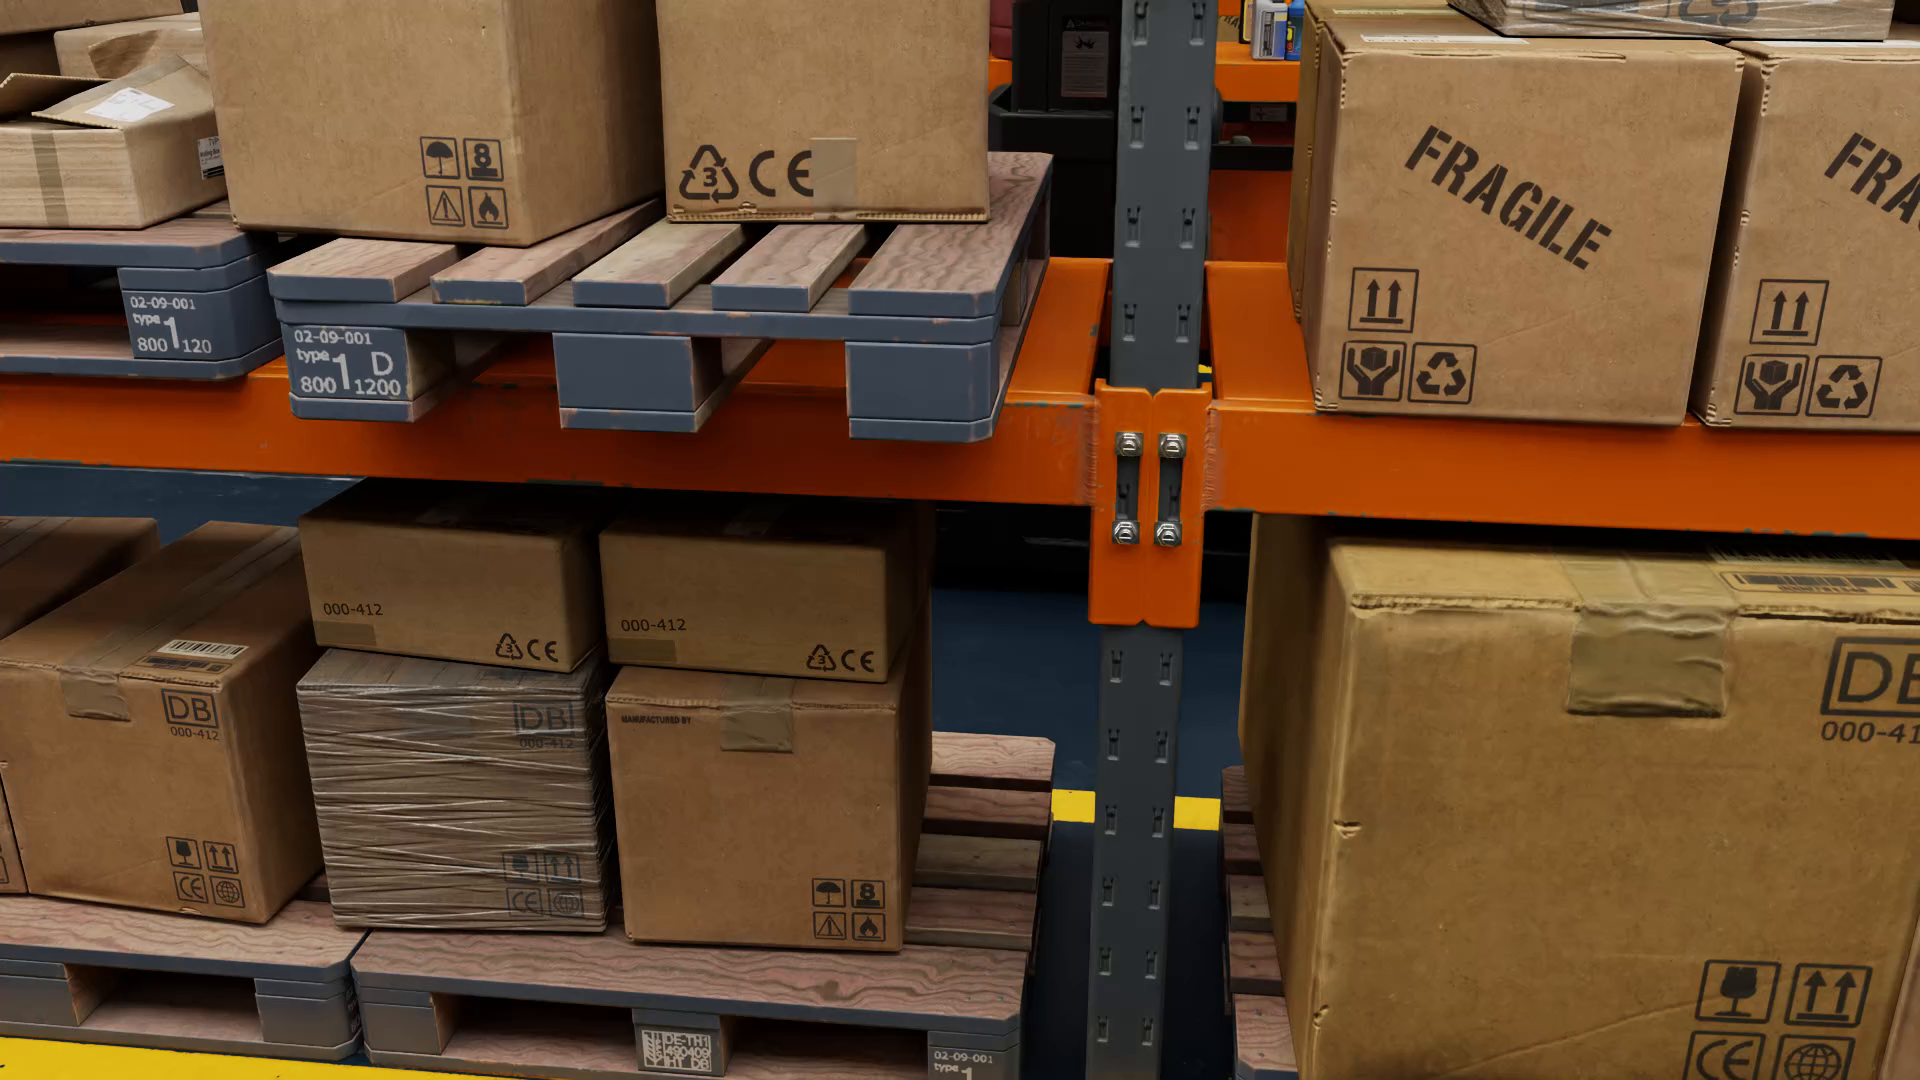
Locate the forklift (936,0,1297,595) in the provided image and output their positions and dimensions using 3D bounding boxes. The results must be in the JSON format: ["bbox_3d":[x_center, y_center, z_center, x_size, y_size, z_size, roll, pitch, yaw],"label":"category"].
[{"bbox_3d":[0.902,-1.372,4.925,3.031,2.935,1.130,3,22,8],"label":"forklift"}]

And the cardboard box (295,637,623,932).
[{"bbox_3d":[-0.884,0.354,3.266,0.500,0.500,0.700,1,22,2],"label":"cardboard box"}]

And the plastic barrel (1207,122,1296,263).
[{"bbox_3d":[1.407,-1.542,7.642,0.708,0.830,0.600,2,22,6],"label":"plastic barrel"}]

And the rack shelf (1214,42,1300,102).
[{"bbox_3d":[2.905,-1.950,7.271,4.000,0.370,1.077,2,22,6],"label":"rack shelf"}]

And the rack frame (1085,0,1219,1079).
[{"bbox_3d":[0.336,-0.563,2.784,0.127,3.000,1.000,2,22,6],"label":"rack frame"}]

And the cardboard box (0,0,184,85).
[{"bbox_3d":[-1.904,-0.938,3.021,0.637,0.503,0.797,5,22,12],"label":"cardboard box"}]

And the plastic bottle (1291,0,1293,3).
[{"bbox_3d":[1.600,-2.445,7.704,0.133,0.283,0.061,2,22,6],"label":"plastic bottle"}]

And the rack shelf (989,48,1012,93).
[{"bbox_3d":[-1.067,-2.123,7.709,4.000,0.370,1.077,2,22,6],"label":"rack shelf"}]

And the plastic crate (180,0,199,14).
[{"bbox_3d":[-3.558,-2.585,7.982,0.504,0.338,0.767,2,22,6],"label":"plastic crate"}]

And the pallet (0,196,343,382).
[{"bbox_3d":[-1.634,-0.545,2.998,1.213,0.211,1.003,2,22,6],"label":"pallet"}]

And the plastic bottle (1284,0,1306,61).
[{"bbox_3d":[1.423,-2.160,6.998,0.097,0.271,0.097,0,22,0],"label":"plastic bottle"}]

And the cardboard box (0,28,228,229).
[{"bbox_3d":[-1.352,-0.669,2.665,0.258,0.266,0.396,2,22,5],"label":"cardboard box"}]

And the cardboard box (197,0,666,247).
[{"bbox_3d":[-0.771,-0.801,2.679,0.500,0.500,0.700,6,22,14],"label":"cardboard box"}]

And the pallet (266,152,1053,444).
[{"bbox_3d":[-0.384,-0.466,2.799,1.003,0.211,1.213,2,22,6],"label":"pallet"}]

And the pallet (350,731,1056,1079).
[{"bbox_3d":[-0.440,0.699,3.384,1.213,0.211,1.003,2,22,6],"label":"pallet"}]

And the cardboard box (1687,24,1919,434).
[{"bbox_3d":[1.299,-0.468,2.407,0.500,0.500,0.500,2,22,5],"label":"cardboard box"}]

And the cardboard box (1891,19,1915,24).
[{"bbox_3d":[1.350,-0.655,2.881,0.500,0.500,0.500,2,22,6],"label":"cardboard box"}]

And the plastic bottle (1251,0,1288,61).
[{"bbox_3d":[1.311,-2.177,7.035,0.135,0.276,0.152,2,22,6],"label":"plastic bottle"}]

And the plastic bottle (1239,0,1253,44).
[{"bbox_3d":[1.371,-2.455,7.729,0.133,0.283,0.061,2,22,6],"label":"plastic bottle"}]

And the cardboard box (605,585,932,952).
[{"bbox_3d":[-0.332,0.373,3.218,0.500,0.500,0.700,1,22,3],"label":"cardboard box"}]

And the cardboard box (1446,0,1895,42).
[{"bbox_3d":[1.060,-1.038,2.486,0.637,0.503,0.797,3,22,8],"label":"cardboard box"}]

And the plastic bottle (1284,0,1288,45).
[{"bbox_3d":[1.483,-2.406,7.715,0.097,0.201,0.097,0,22,0],"label":"plastic bottle"}]

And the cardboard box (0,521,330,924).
[{"bbox_3d":[-1.448,0.332,3.322,0.500,0.500,0.700,4,22,11],"label":"cardboard box"}]

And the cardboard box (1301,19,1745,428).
[{"bbox_3d":[0.787,-0.489,2.461,0.500,0.500,0.500,3,22,8],"label":"cardboard box"}]

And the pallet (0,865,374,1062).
[{"bbox_3d":[-1.648,0.646,3.519,1.213,0.211,1.003,2,22,6],"label":"pallet"}]

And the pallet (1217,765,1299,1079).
[{"bbox_3d":[1.110,0.795,3.141,1.213,0.211,1.003,2,22,6],"label":"pallet"}]

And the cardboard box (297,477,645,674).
[{"bbox_3d":[-0.861,0.009,3.119,0.500,0.250,0.500,5,22,12],"label":"cardboard box"}]

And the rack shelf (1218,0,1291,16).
[{"bbox_3d":[3.492,-3.759,11.845,4.000,0.370,1.077,2,22,6],"label":"rack shelf"}]

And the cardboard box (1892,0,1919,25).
[{"bbox_3d":[1.707,-1.009,2.412,0.637,0.503,0.797,3,22,8],"label":"cardboard box"}]

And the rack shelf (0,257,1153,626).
[{"bbox_3d":[-1.650,-0.315,3.135,4.000,0.370,1.077,2,22,6],"label":"rack shelf"}]

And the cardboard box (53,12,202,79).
[{"bbox_3d":[-1.301,-0.845,3.130,0.500,0.250,0.500,2,22,5],"label":"cardboard box"}]

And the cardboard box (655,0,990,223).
[{"bbox_3d":[-0.205,-0.814,2.711,0.500,0.500,0.500,0,22,0],"label":"cardboard box"}]

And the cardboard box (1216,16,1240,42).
[{"bbox_3d":[2.800,-5.104,16.624,0.750,0.750,0.750,2,22,6],"label":"cardboard box"}]

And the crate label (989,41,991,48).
[{"bbox_3d":[-0.036,-2.530,7.710,0.616,0.435,0.502,2,22,6],"label":"crate label"}]

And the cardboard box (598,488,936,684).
[{"bbox_3d":[-0.333,0.028,3.070,0.500,0.250,0.500,3,22,8],"label":"cardboard box"}]

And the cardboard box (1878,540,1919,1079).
[{"bbox_3d":[1.903,0.309,2.898,0.875,0.875,1.225,3,22,6],"label":"cardboard box"}]

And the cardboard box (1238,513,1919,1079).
[{"bbox_3d":[1.019,0.267,3.003,0.875,0.875,1.225,2,22,4],"label":"cardboard box"}]

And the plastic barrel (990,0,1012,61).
[{"bbox_3d":[0.423,-2.344,7.104,0.708,0.536,0.600,2,22,6],"label":"plastic barrel"}]

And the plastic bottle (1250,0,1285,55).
[{"bbox_3d":[1.329,-2.232,7.176,0.135,0.276,0.152,2,22,6],"label":"plastic bottle"}]

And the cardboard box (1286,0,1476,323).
[{"bbox_3d":[0.855,-0.679,2.940,0.500,0.500,0.500,3,22,8],"label":"cardboard box"}]

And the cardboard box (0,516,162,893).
[{"bbox_3d":[-2.002,0.308,3.383,0.500,0.500,0.700,1,22,2],"label":"cardboard box"}]

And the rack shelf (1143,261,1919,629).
[{"bbox_3d":[2.322,-0.142,2.697,4.000,0.370,1.077,2,22,6],"label":"rack shelf"}]
